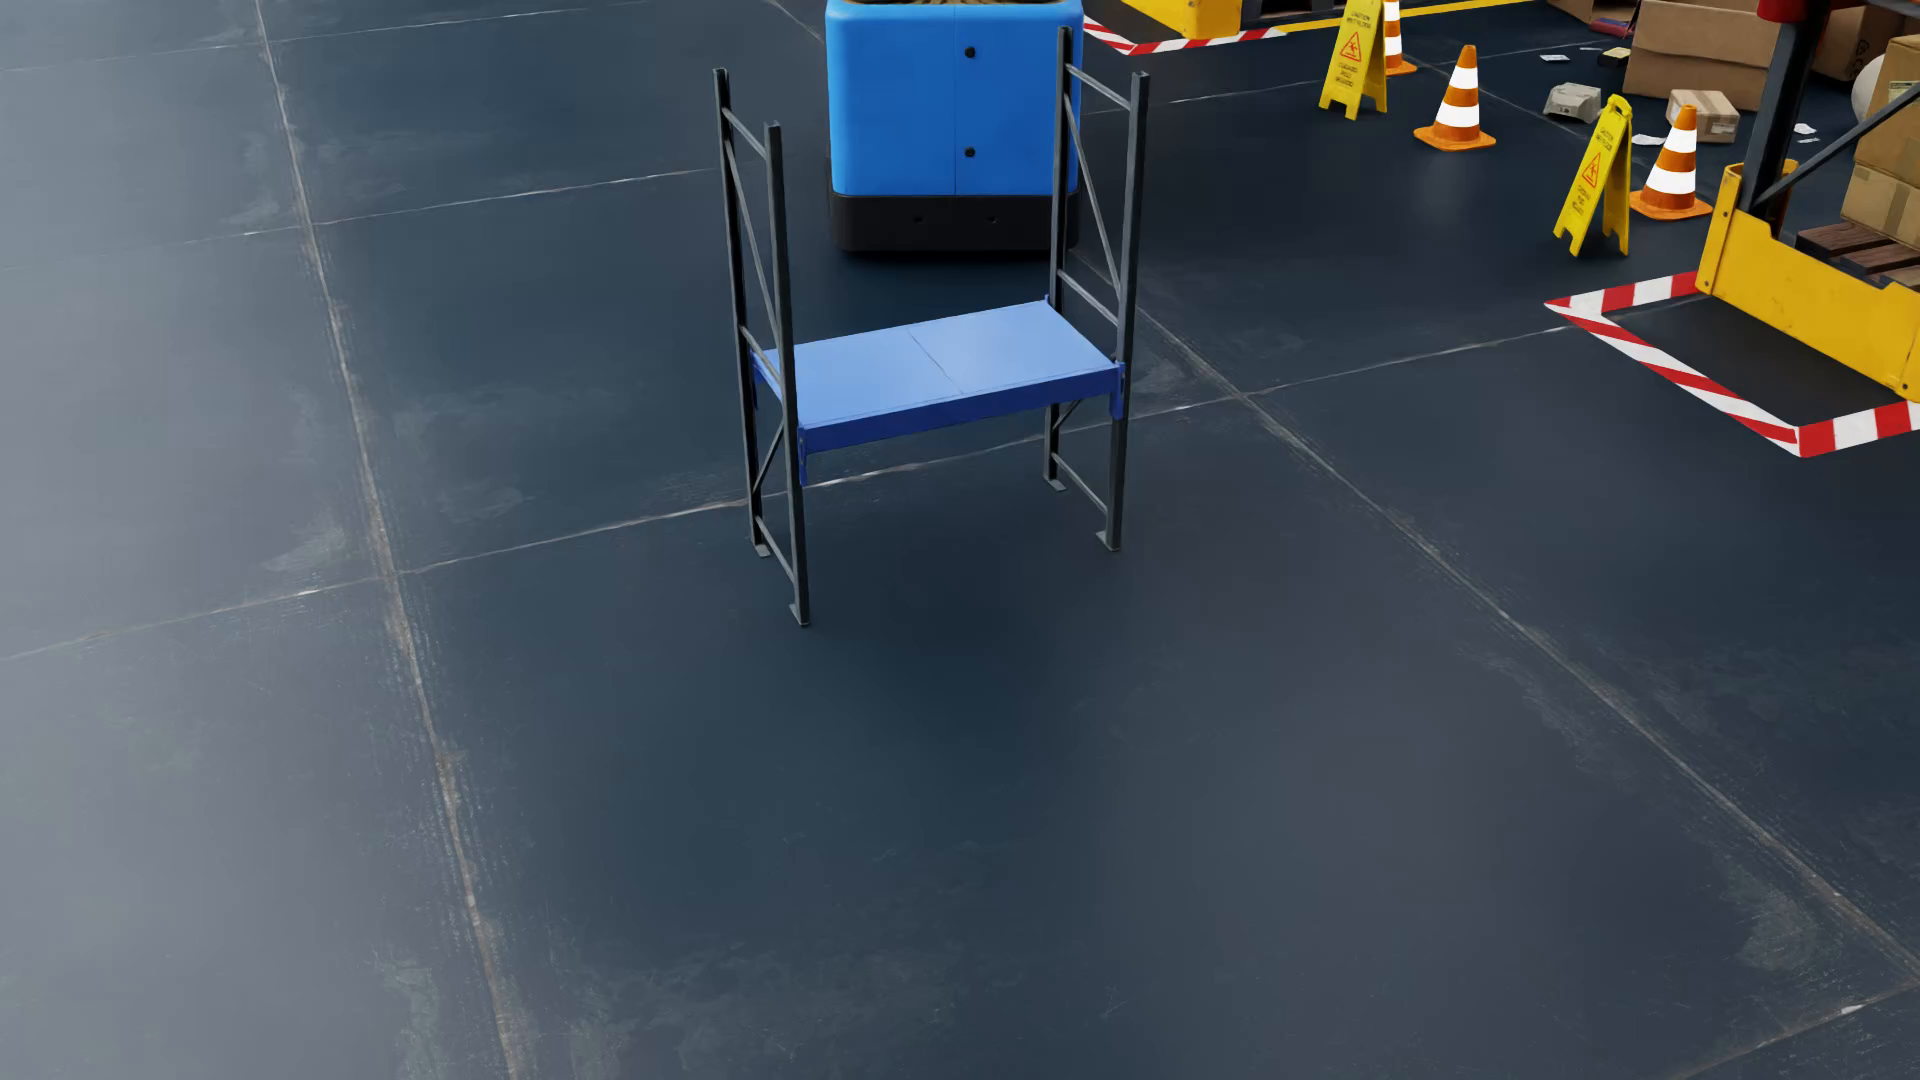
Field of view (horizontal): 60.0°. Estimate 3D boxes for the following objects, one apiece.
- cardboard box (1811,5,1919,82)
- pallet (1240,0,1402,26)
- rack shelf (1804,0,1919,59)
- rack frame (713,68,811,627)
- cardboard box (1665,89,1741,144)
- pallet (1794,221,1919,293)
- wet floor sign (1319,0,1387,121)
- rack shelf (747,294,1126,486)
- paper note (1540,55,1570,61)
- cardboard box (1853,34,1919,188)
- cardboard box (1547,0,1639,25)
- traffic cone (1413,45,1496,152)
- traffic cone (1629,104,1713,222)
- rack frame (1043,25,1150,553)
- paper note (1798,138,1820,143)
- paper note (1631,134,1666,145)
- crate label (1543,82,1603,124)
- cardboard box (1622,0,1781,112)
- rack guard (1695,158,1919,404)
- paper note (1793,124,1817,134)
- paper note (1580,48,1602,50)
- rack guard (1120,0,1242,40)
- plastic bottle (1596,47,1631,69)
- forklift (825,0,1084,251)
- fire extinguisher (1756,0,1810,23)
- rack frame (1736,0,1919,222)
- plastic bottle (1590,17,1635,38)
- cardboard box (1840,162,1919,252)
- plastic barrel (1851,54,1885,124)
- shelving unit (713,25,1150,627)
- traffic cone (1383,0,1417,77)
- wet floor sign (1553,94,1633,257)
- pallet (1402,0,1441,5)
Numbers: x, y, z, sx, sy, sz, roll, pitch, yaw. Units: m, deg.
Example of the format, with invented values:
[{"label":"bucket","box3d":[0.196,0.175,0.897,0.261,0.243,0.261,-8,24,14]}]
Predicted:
[{"label":"cardboard box","box3d":[4.825,-2.901,9.123,0.503,0.637,0.797,-13,35,-19]},{"label":"pallet","box3d":[2.024,-3.552,10.516,1.213,0.211,1.003,-13,35,-19]},{"label":"rack shelf","box3d":[5.170,-2.166,6.488,4.000,0.370,1.077,-13,35,-19]},{"label":"rack frame","box3d":[-0.547,-0.503,4.648,0.032,1.500,0.500,-13,35,-19]},{"label":"cardboard box","box3d":[3.752,-2.143,8.407,0.250,0.149,0.380,4,33,6]},{"label":"pallet","box3d":[4.159,-1.046,6.665,1.213,0.211,1.003,-13,35,-19]},{"label":"wet floor sign","box3d":[2.057,-2.525,8.538,0.232,0.644,0.267,-19,38,-27]},{"label":"rack shelf","box3d":[-0.079,-0.460,4.911,1.000,0.185,0.538,-13,35,-19]},{"label":"paper note","box3d":[3.382,-2.737,9.429,0.142,0.017,0.144,-2,33,-2]},{"label":"cardboard box","box3d":[3.964,-1.683,6.536,0.500,0.500,0.500,-13,35,-19]},{"label":"cardboard box","box3d":[3.971,-3.467,10.118,0.500,0.500,0.500,-7,34,-11]},{"label":"traffic cone","box3d":[2.480,-2.208,8.219,0.334,0.463,0.336,-13,35,-19]},{"label":"traffic cone","box3d":[3.223,-1.722,7.472,0.334,0.463,0.336,-13,35,-19]},{"label":"rack frame","box3d":[0.390,-0.718,4.978,0.032,1.500,0.500,-13,35,-19]},{"label":"paper note","box3d":[4.243,-1.996,8.308,0.123,0.001,0.032,-13,35,-19]},{"label":"paper note","box3d":[3.427,-2.001,8.298,0.142,0.019,0.148,-27,42,-35]},{"label":"crate label","box3d":[3.181,-2.269,8.611,0.250,0.136,0.298,23,39,30]},{"label":"cardboard box","box3d":[3.966,-2.643,8.851,0.797,0.503,0.637,16,36,23]},{"label":"rack guard","box3d":[3.396,-1.014,6.350,0.348,0.500,1.175,-13,35,-19]},{"label":"paper note","box3d":[4.269,-2.101,8.461,0.142,0.019,0.148,-2,33,-2]},{"label":"paper note","box3d":[3.642,-2.834,9.597,0.123,0.001,0.032,4,33,6]},{"label":"rack guard","box3d":[1.295,-3.460,10.110,0.348,0.500,1.175,-13,35,-19]},{"label":"plastic bottle","box3d":[3.729,-2.733,9.394,0.283,0.061,0.133,-27,42,-35]},{"label":"forklift","box3d":[-0.033,-3.208,7.494,1.130,2.935,3.031,0,33,0]},{"label":"fire extinguisher","box3d":[3.042,-2.221,5.983,0.183,0.674,0.296,-13,35,-19]},{"label":"rack frame","box3d":[3.326,-2.045,5.643,0.127,3.000,1.000,-13,35,-19]},{"label":"plastic bottle","box3d":[3.896,-3.030,9.851,0.133,0.061,0.283,-27,42,-35]},{"label":"cardboard box","box3d":[3.990,-1.380,6.757,0.500,0.250,0.500,-13,35,-19]},{"label":"plastic barrel","box3d":[4.645,-2.163,8.186,0.421,0.421,0.512,10,34,14]},{"label":"shelving unit","box3d":[-0.079,-0.611,4.813,1.048,1.500,0.538,-13,35,-19]},{"label":"traffic cone","box3d":[2.356,-2.848,9.203,0.334,0.463,0.336,-13,35,-19]},{"label":"wet floor sign","box3d":[2.737,-1.557,7.051,0.232,0.644,0.267,-2,33,-2]},{"label":"pallet","box3d":[3.147,-3.808,10.909,1.213,0.211,1.003,-13,35,-19]}]
